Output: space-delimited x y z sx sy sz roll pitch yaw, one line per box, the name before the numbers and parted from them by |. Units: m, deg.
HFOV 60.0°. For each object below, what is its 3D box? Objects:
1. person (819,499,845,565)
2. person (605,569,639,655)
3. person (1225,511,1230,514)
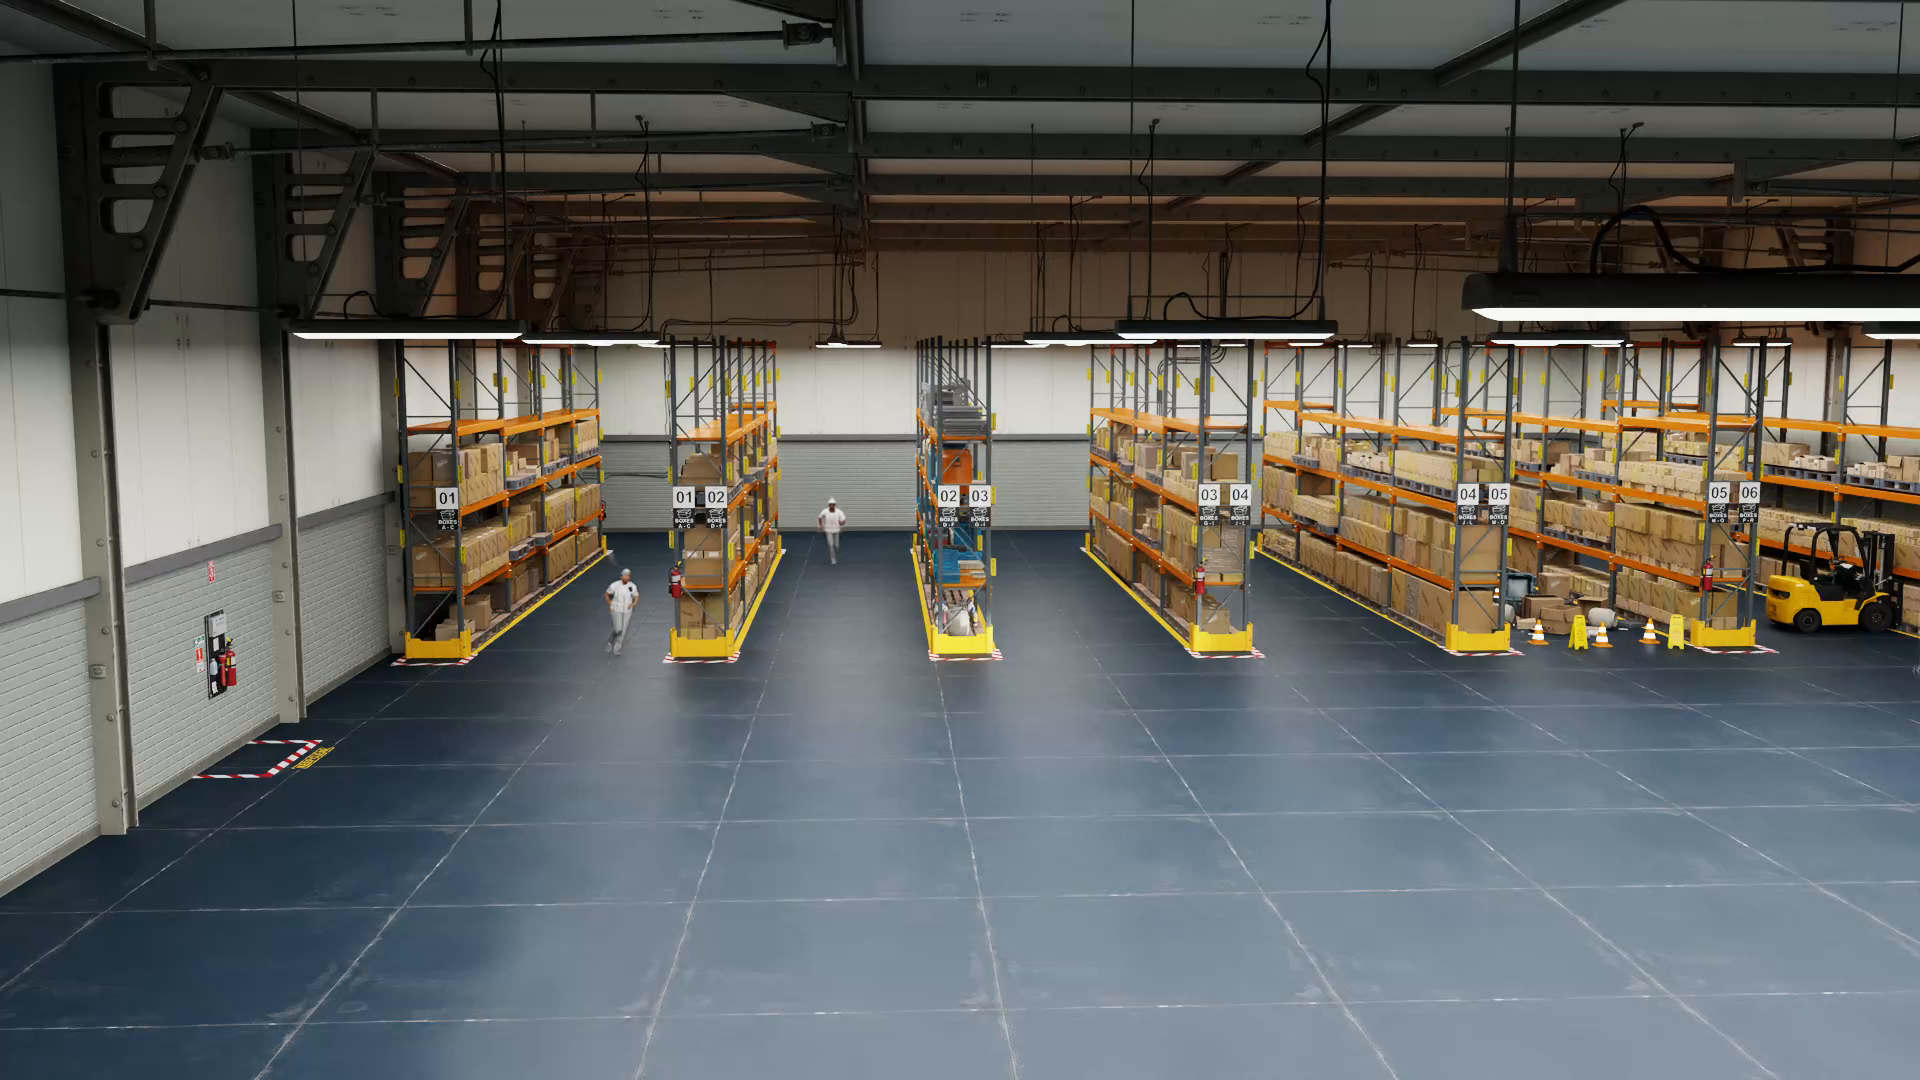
person | -3.430 -0.232 44.699 0.705 1.748 0.890 -1 7 -12
person | -6.378 1.362 31.428 0.643 1.619 0.529 -3 7 -26
person | 7.373 -0.494 47.400 0.891 1.667 0.609 0 6 1
